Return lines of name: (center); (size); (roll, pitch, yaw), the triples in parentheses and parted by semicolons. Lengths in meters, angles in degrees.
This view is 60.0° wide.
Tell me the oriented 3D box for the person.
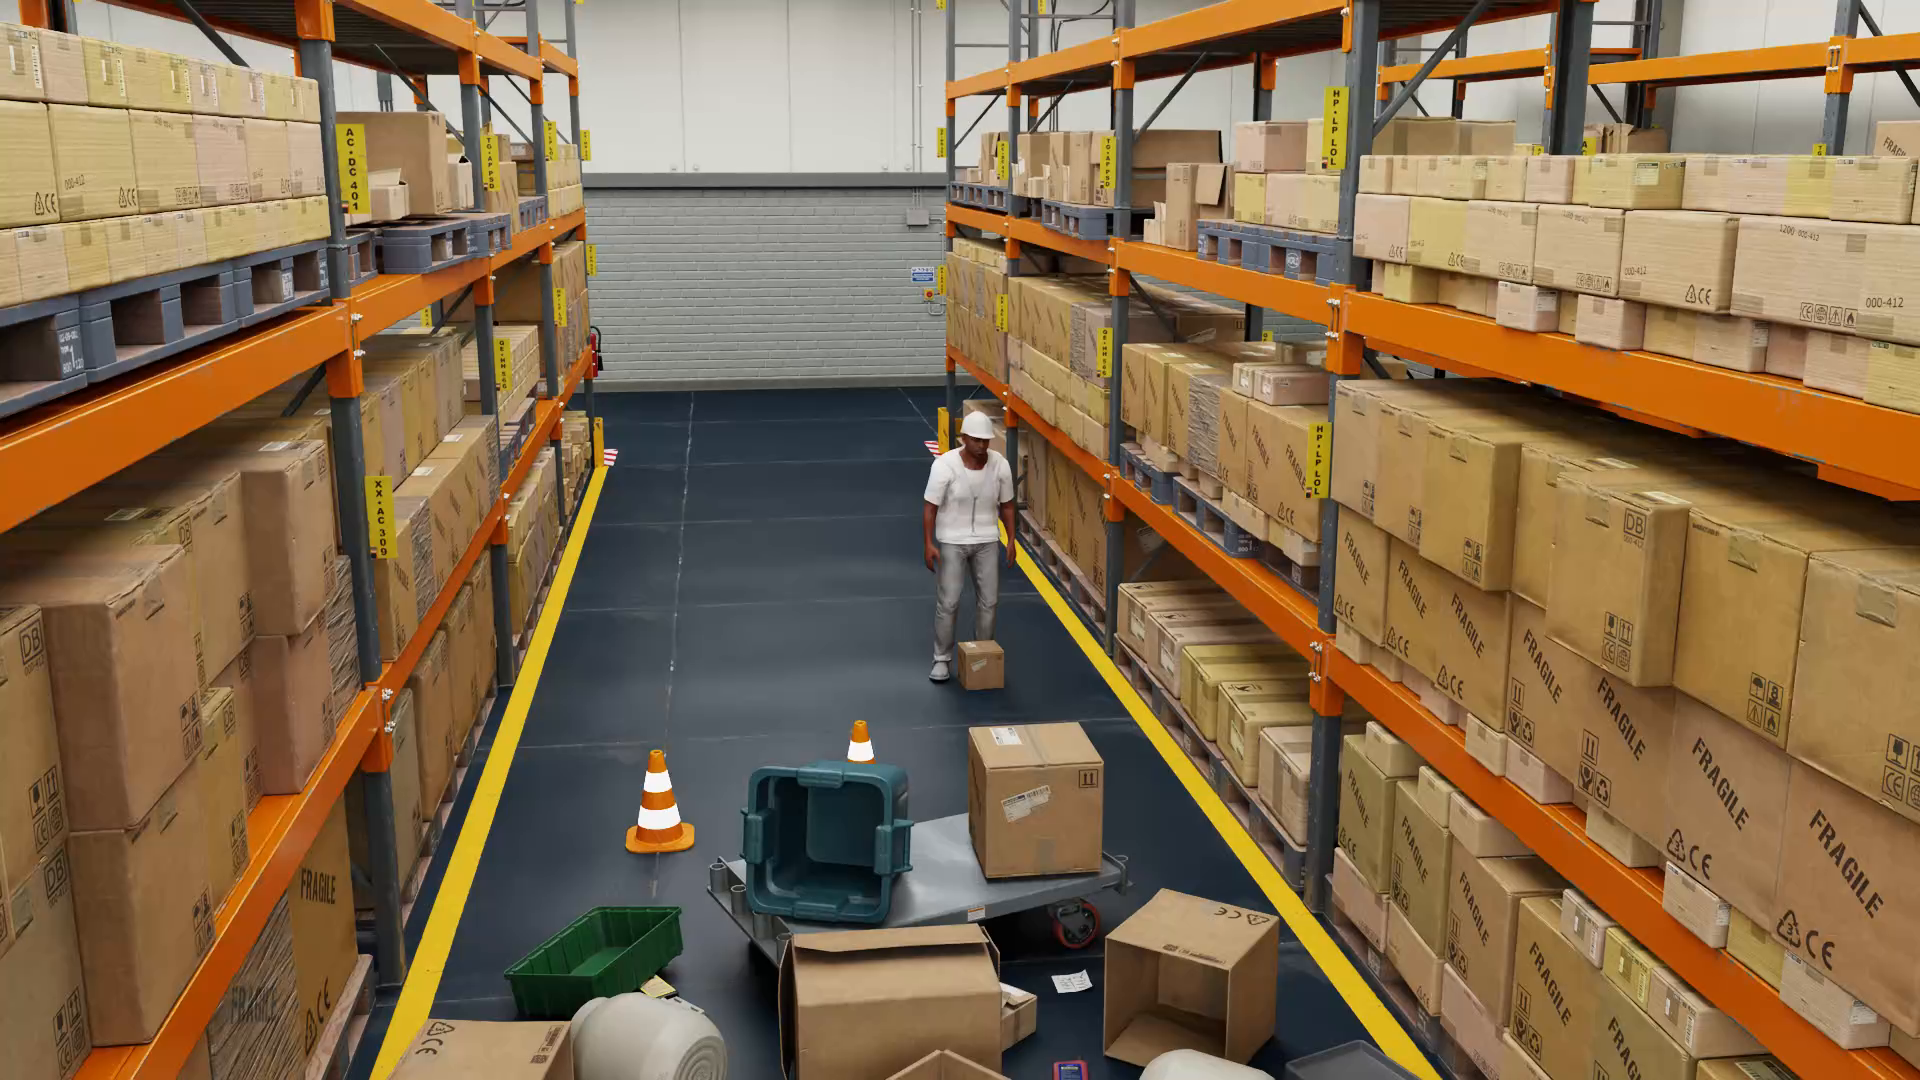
person: (0.070, 0.030, 10.826); (0.634, 1.755, 0.461); (-3, 14, -14)
